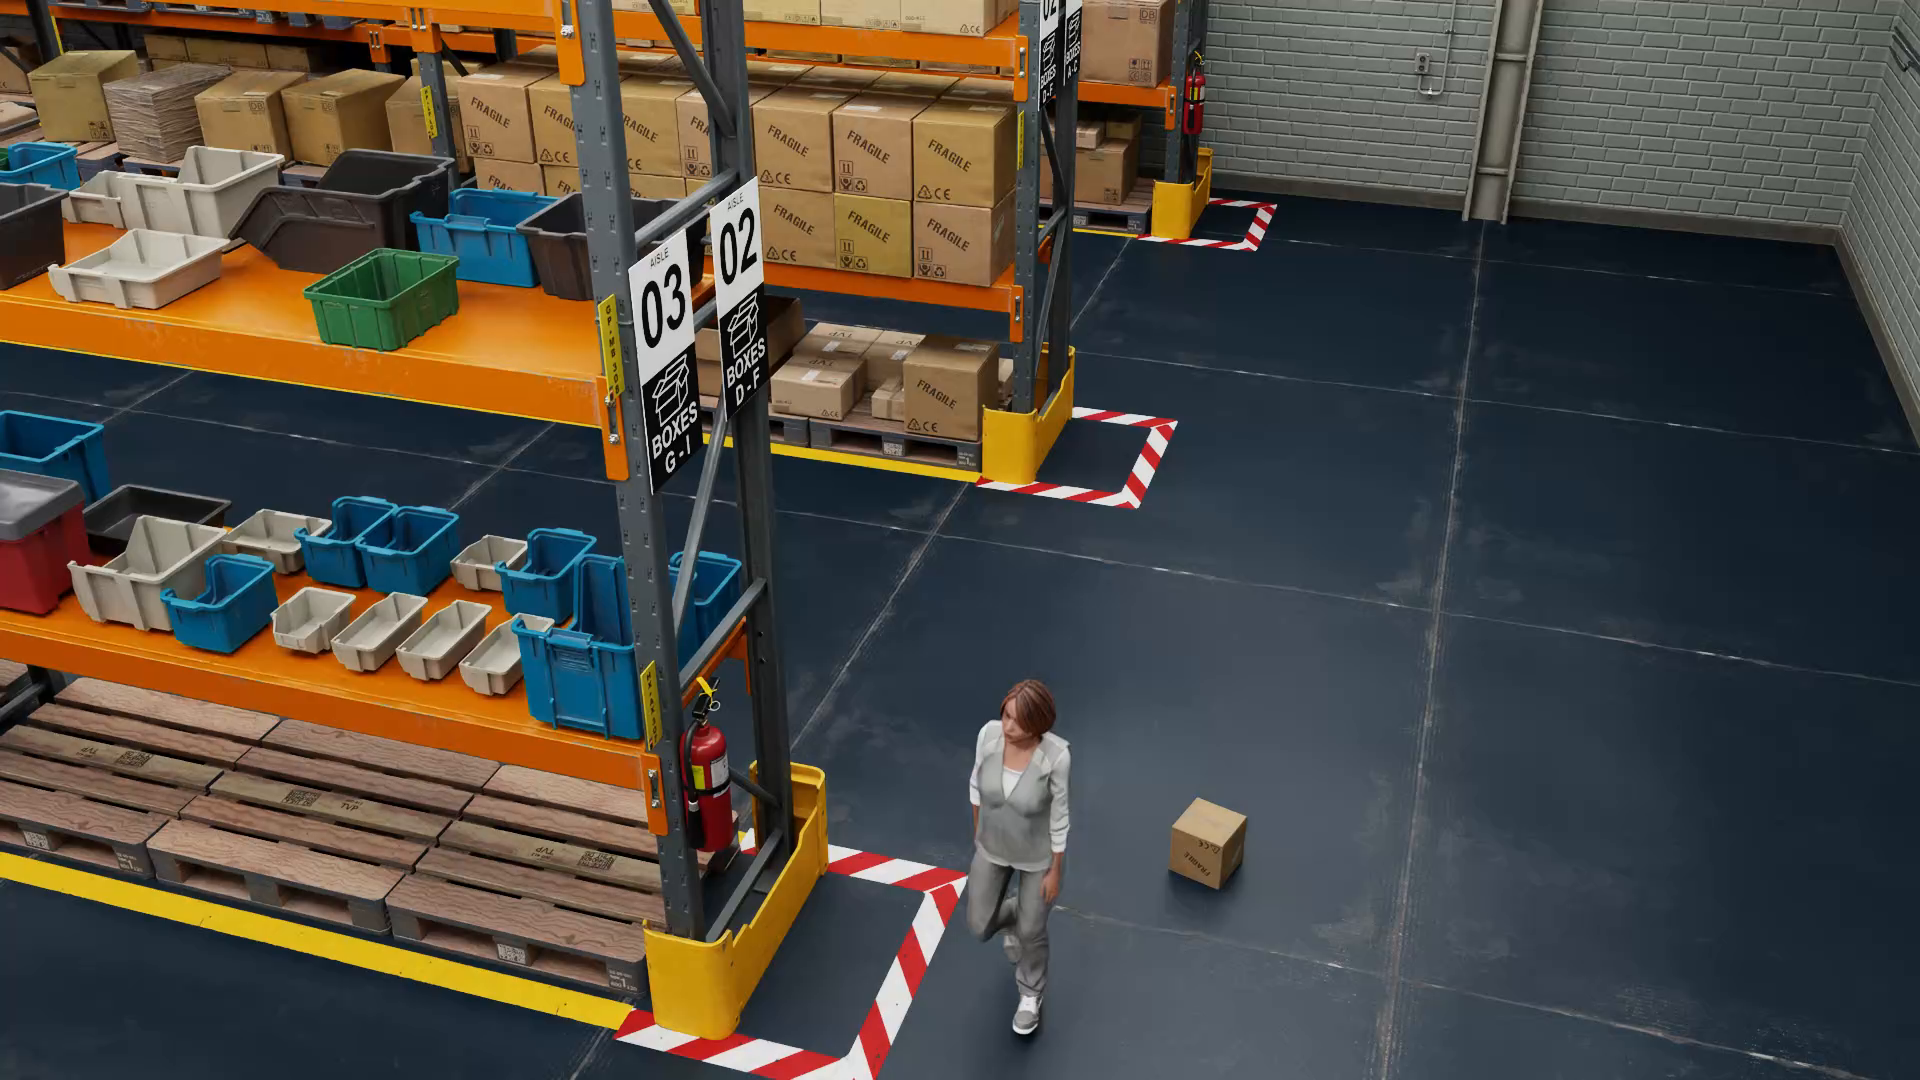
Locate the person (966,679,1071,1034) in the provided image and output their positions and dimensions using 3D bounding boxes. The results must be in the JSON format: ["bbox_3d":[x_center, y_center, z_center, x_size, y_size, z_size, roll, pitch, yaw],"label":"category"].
[{"bbox_3d":[0.240,1.163,6.417,0.419,1.578,0.484,10,31,18],"label":"person"}]
